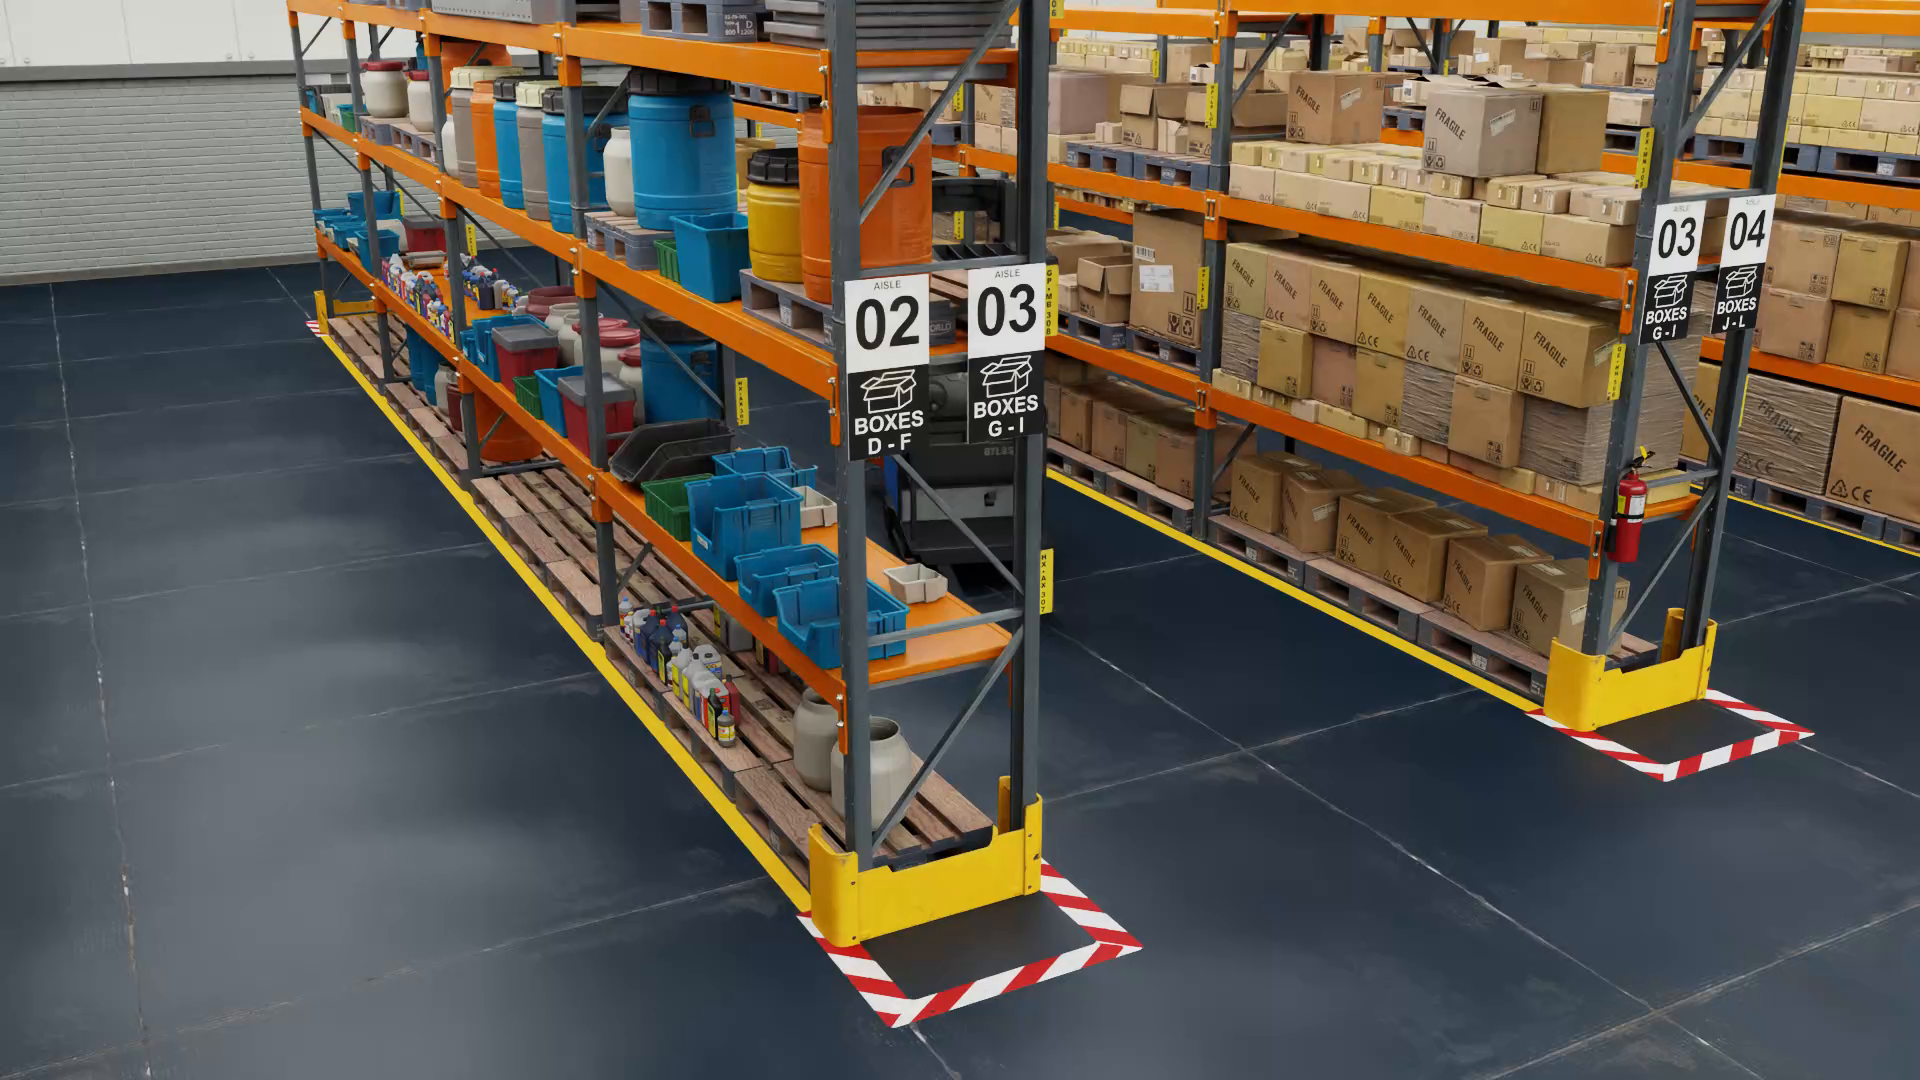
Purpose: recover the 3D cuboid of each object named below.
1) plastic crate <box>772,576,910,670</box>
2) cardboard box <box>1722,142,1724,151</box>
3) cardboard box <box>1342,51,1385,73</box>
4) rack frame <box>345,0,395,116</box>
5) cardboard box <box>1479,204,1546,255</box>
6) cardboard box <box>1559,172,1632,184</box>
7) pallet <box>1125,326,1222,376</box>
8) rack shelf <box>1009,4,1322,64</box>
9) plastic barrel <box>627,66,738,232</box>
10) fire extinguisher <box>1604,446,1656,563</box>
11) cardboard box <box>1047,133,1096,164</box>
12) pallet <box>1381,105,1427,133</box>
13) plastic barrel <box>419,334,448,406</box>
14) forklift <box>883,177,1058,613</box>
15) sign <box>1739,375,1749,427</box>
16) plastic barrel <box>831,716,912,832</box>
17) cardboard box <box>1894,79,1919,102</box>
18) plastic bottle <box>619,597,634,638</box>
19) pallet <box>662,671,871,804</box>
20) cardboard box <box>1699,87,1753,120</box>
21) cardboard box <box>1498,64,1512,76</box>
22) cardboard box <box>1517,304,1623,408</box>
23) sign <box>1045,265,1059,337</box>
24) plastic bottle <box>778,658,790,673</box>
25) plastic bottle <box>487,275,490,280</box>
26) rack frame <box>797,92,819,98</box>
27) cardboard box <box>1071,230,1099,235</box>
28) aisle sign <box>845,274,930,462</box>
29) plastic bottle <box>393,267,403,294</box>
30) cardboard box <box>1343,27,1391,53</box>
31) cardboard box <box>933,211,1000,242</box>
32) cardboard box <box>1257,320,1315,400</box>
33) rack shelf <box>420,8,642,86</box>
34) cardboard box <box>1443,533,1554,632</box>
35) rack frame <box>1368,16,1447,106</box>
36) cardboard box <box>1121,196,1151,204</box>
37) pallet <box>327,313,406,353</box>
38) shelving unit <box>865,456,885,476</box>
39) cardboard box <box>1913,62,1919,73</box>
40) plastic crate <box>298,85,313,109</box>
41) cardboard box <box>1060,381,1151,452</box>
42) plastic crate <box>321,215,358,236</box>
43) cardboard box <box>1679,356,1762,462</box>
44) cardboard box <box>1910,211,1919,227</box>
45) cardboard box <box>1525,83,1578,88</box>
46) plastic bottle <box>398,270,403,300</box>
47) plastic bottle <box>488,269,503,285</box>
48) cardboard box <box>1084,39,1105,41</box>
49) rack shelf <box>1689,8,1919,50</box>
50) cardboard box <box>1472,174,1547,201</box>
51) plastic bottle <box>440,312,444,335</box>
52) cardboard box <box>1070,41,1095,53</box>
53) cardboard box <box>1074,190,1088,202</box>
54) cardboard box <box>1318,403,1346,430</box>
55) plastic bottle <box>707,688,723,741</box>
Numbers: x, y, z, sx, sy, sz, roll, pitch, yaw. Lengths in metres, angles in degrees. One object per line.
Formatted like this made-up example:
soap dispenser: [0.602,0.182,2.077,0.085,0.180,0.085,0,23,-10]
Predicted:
plastic crate: [-0.584,0.391,8.128,0.499,0.251,0.616,-10,21,-27]
cardboard box: [11.944,-6.023,25.690,0.700,0.500,0.500,-10,21,-26]
cardboard box: [4.469,-5.288,18.433,0.396,0.266,0.258,-10,21,-27]
rack frame: [-5.781,-5.863,16.827,1.000,3.000,0.127,-10,21,-27]
cardboard box: [3.584,-1.938,10.282,0.500,0.250,0.500,-10,21,-26]
cardboard box: [4.016,-2.232,10.521,0.380,0.149,0.250,-9,21,-24]
pallet: [2.142,-1.649,14.106,1.003,0.211,1.213,-10,21,-27]
rack shelf: [1.427,-4.379,14.241,1.077,0.370,4.000,-10,21,-27]
plastic barrel: [-1.604,-2.282,9.634,0.600,0.901,0.708,-10,21,-27]
fire extinguisher: [3.925,-0.209,9.756,0.296,0.674,0.183,-10,21,-27]
cardboard box: [0.972,-3.525,14.880,0.500,0.250,0.500,-9,21,-26]
pallet: [5.243,-4.537,17.873,1.213,0.211,1.003,-9,21,-24]
plastic barrel: [-5.202,-1.872,17.030,0.600,0.901,0.708,-10,21,-27]
forklift: [0.097,-1.151,12.473,1.130,2.935,3.031,-3,19,-9]
sign: [4.753,-0.843,10.148,0.100,0.325,0.005,-10,21,-27]
plastic barrel: [-0.463,1.218,8.673,0.421,0.512,0.421,0,19,0]
cardboard box: [7.506,-3.493,12.921,0.380,0.149,0.250,-10,21,-26]
plastic bottle: [-2.217,0.511,11.061,0.097,0.271,0.097,0,19,0]
pallet: [-1.117,1.138,10.011,1.003,0.211,1.213,-10,21,-27]
cardboard box: [6.775,-3.787,14.385,0.500,0.250,0.500,-10,21,-26]
cardboard box: [7.592,-6.418,22.748,0.380,0.166,0.250,-12,22,-30]
cardboard box: [3.797,-1.130,10.164,0.500,0.500,0.500,-10,21,-27]
sign: [0.403,-1.088,7.575,0.100,0.325,0.005,-10,21,-27]
plastic bottle: [-1.105,0.684,10.551,0.152,0.276,0.135,-10,21,-26]
plastic bottle: [-4.634,-2.472,16.393,0.097,0.271,0.097,0,19,0]
rack frame: [-1.422,-6.630,19.050,1.000,3.000,0.127,-10,21,-27]
cardboard box: [1.869,-4.565,25.078,0.380,0.149,0.250,-11,22,-28]
aisle sign: [-0.310,-0.744,7.205,0.394,0.787,0.004,-10,21,-27]
plastic bottle: [-5.692,-2.632,16.857,0.097,0.271,0.097,0,19,0]
cardboard box: [6.225,-7.587,25.470,0.500,0.500,0.500,-10,21,-26]
cardboard box: [0.144,-3.380,17.136,0.797,0.503,0.637,-9,21,-25]
cardboard box: [2.742,-1.398,12.474,0.875,0.500,0.500,-10,21,-27]
rack shelf: [-2.932,-3.611,12.018,1.077,0.370,4.000,-10,21,-27]
cardboard box: [3.680,0.286,11.394,0.500,0.500,0.500,-4,20,-12]
rack frame: [4.890,-6.221,17.865,1.000,3.000,0.127,-10,21,-27]
cardboard box: [2.512,-4.816,22.382,0.500,0.500,0.500,-10,21,-27]
pallet: [-7.323,-2.614,20.884,1.003,0.211,1.213,-10,21,-27]
shelving unit: [-0.583,-0.961,14.691,0.538,1.125,1.048,-12,23,-32]
cardboard box: [13.185,-6.551,23.038,0.380,0.149,0.250,-9,21,-26]
plastic crate: [-7.743,-5.378,20.220,0.497,0.269,0.590,-10,21,-27]
cardboard box: [1.363,-1.164,15.564,0.700,0.500,0.500,-8,21,-22]
plastic crate: [-7.541,-3.814,20.250,0.416,0.233,0.300,-10,21,-27]
cardboard box: [7.027,-1.240,15.239,0.875,0.875,0.875,-10,21,-26]
cardboard box: [10.677,-3.516,17.970,0.500,0.500,0.500,-10,22,-28]
cardboard box: [5.764,-4.328,16.315,0.500,0.311,0.500,-11,22,-29]
plastic bottle: [-5.561,-2.546,16.589,0.061,0.283,0.133,-10,21,-27]
plastic bottle: [-4.534,-2.474,16.279,0.144,0.351,0.185,-10,21,-27]
cardboard box: [1.949,-7.103,23.871,0.380,0.149,0.250,-11,22,-28]
rack shelf: [7.739,-3.970,13.056,1.077,0.370,4.000,-10,21,-27]
cardboard box: [3.475,-2.229,10.514,0.380,0.149,0.250,-10,21,-26]
plastic bottle: [-4.644,-1.965,15.032,0.097,0.201,0.097,0,19,0]
cardboard box: [1.756,-6.875,23.210,0.380,0.149,0.250,-9,21,-25]
cardboard box: [1.843,-4.898,23.613,0.380,0.149,0.250,-10,21,-26]
cardboard box: [2.829,-0.916,12.071,0.380,0.149,0.250,-10,21,-27]
plastic bottle: [-1.412,1.004,9.614,0.061,0.283,0.133,-9,21,-25]
